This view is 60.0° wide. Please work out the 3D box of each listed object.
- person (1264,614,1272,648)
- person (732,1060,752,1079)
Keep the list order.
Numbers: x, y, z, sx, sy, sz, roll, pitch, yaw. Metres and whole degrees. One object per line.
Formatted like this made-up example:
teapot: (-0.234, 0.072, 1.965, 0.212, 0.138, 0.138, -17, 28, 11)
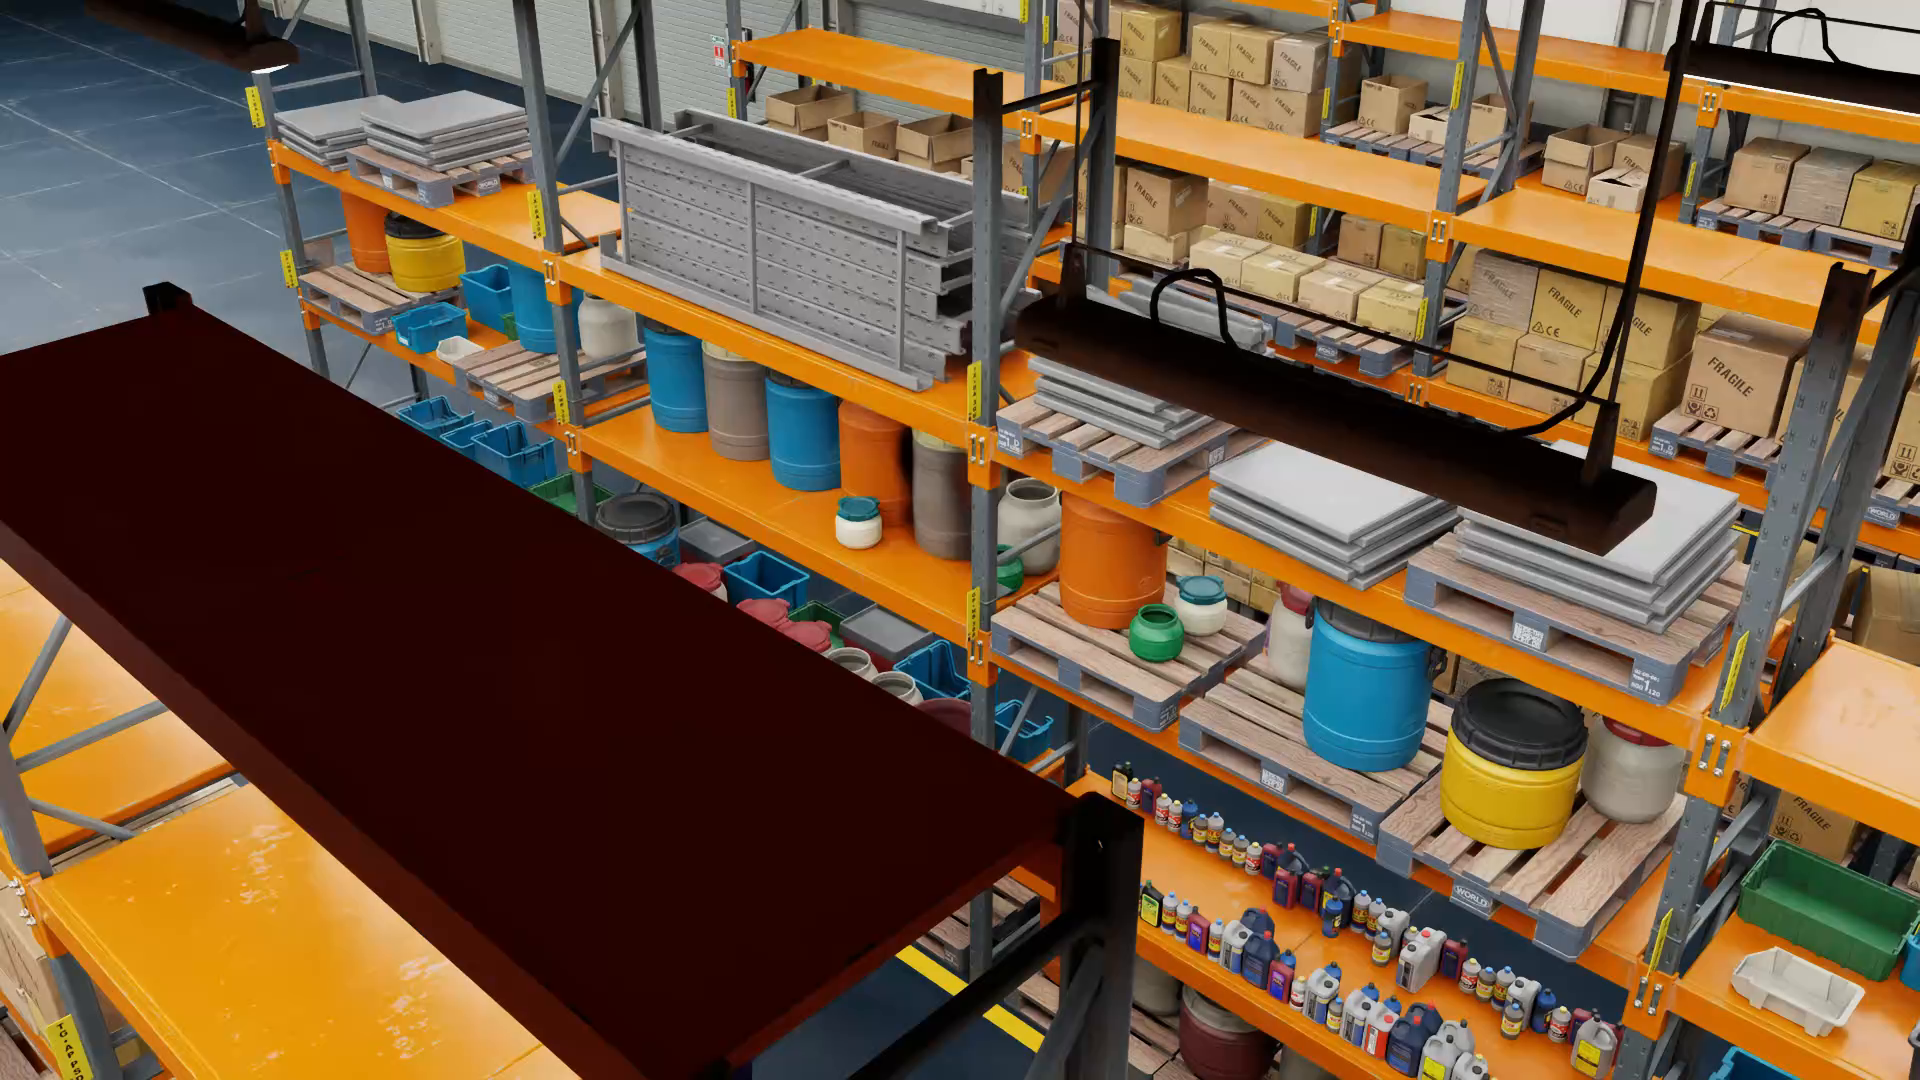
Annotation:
person: (2.472, 1.001, 12.845, 0.466, 1.616, 0.343, 22, 36, 33)
person: (-1.297, 2.888, 9.507, 0.537, 1.669, 0.746, -24, 37, -36)
